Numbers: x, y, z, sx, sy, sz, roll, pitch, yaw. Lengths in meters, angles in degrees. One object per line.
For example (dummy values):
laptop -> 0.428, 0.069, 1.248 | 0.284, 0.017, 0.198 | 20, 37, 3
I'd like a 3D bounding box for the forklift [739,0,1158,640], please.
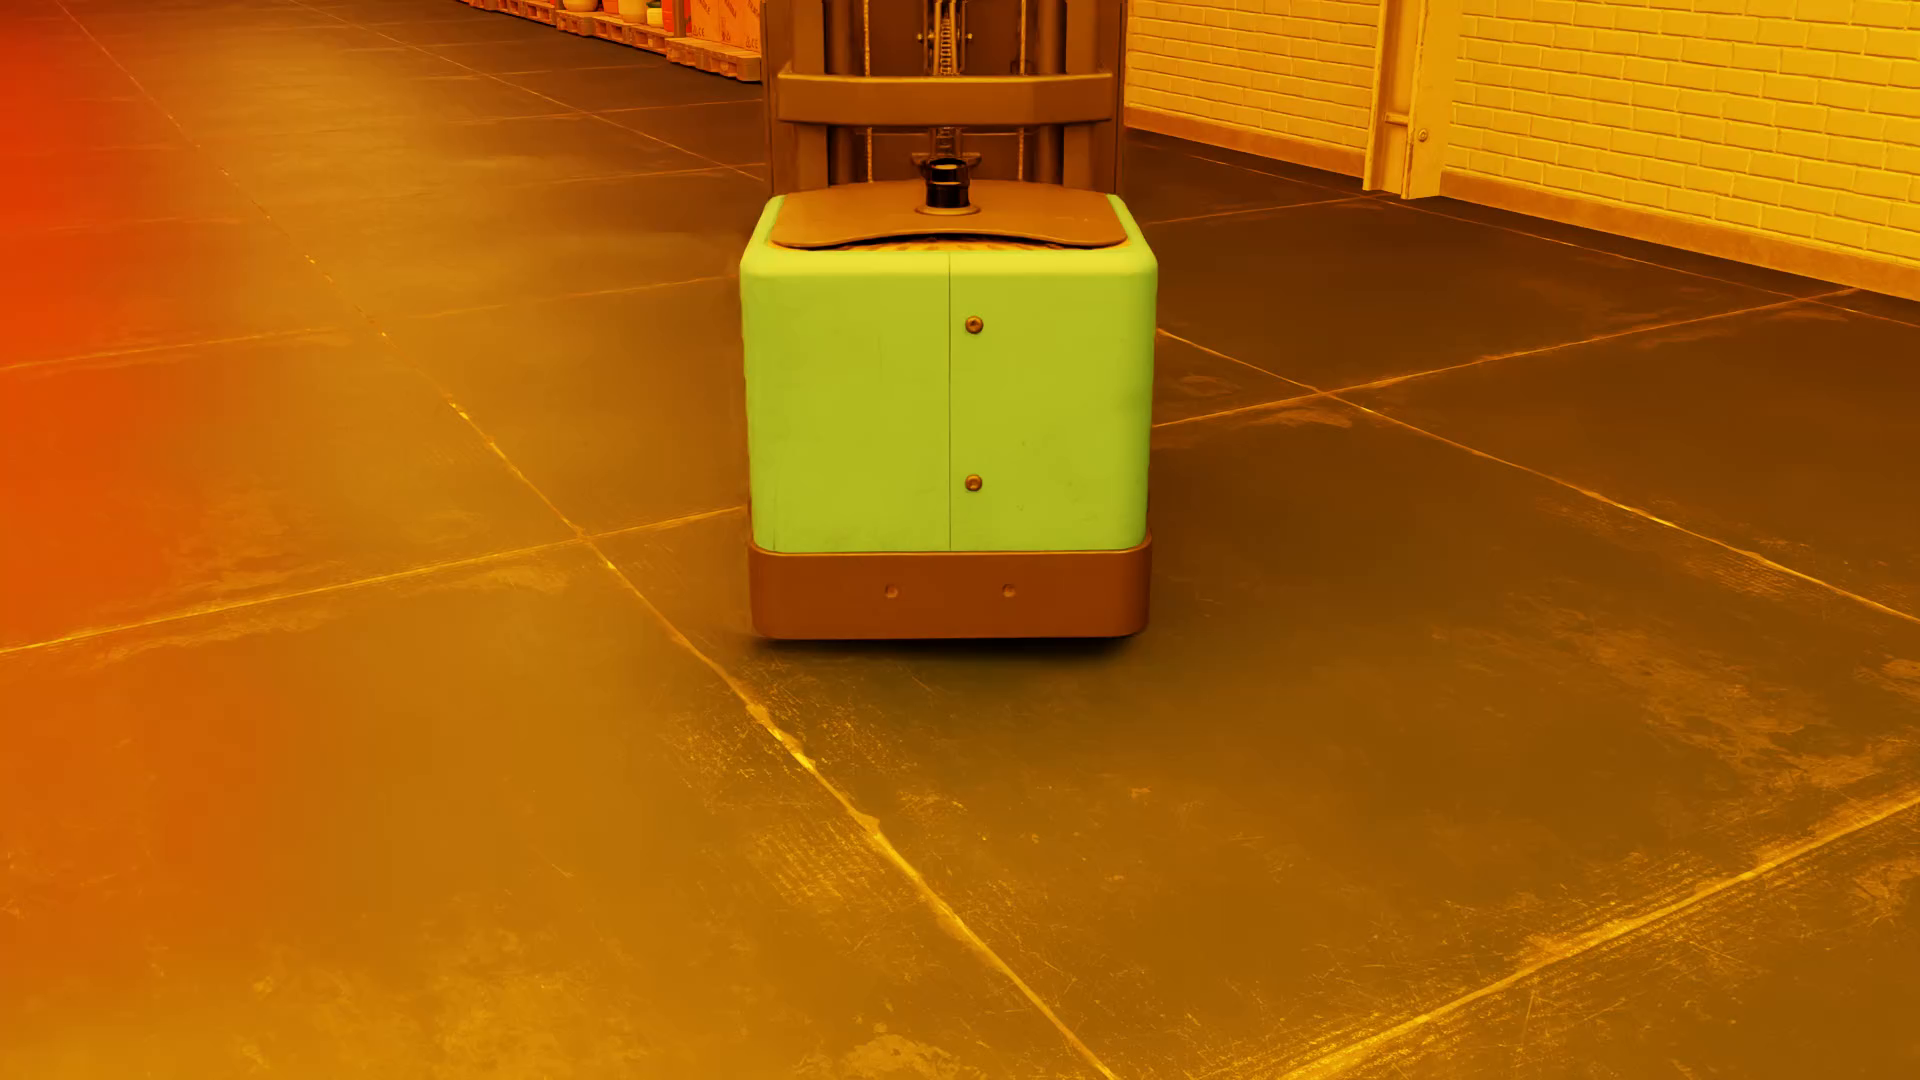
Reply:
forklift -> -0.055, -1.608, 5.191 | 1.130, 2.935, 3.031 | 0, 22, -1
